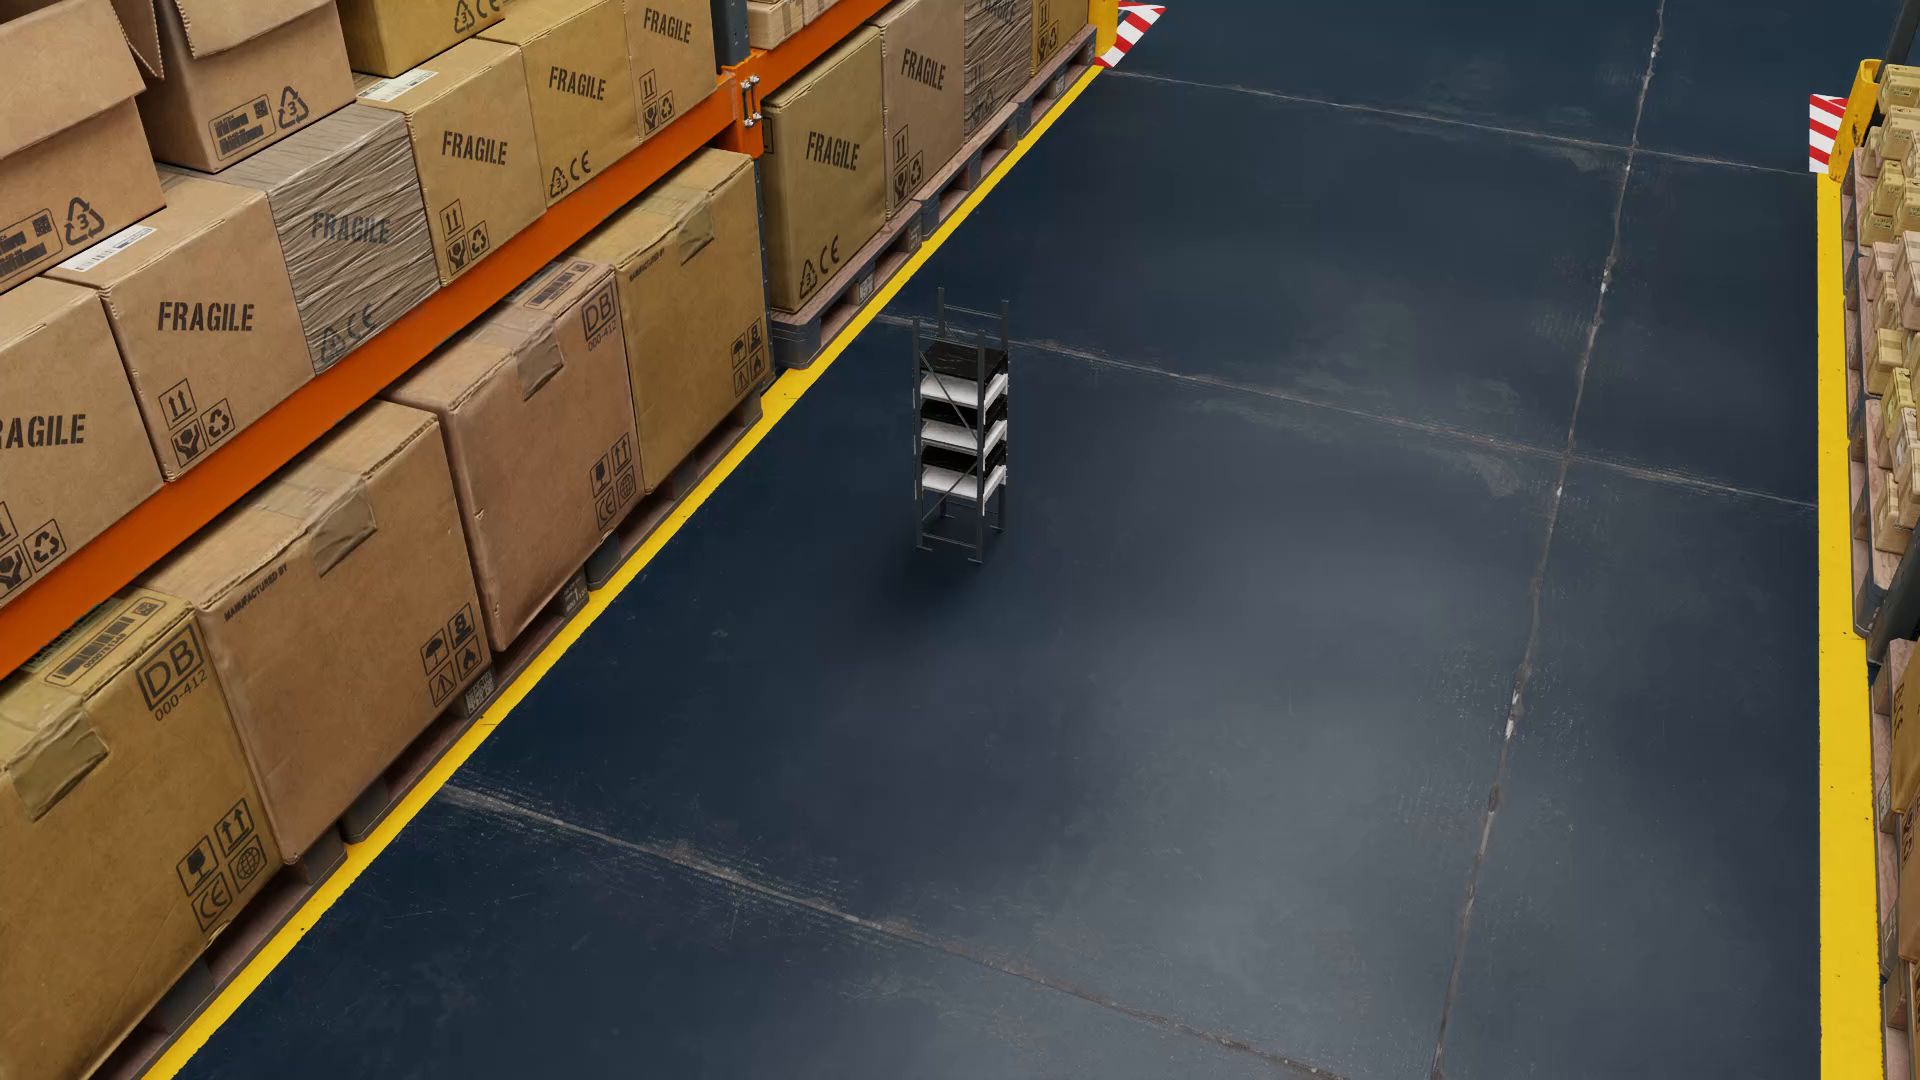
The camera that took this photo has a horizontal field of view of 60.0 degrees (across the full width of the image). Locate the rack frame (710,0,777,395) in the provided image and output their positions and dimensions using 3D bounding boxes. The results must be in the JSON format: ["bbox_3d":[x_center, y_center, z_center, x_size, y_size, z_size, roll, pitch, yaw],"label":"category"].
[{"bbox_3d":[-1.214,-1.916,5.808,1.000,3.000,0.127,14,39,18],"label":"rack frame"}]

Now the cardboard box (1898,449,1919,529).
[{"bbox_3d":[3.160,-0.122,5.190,0.380,0.149,0.250,15,39,19],"label":"cardboard box"}]

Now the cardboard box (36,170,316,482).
[{"bbox_3d":[-1.914,-0.519,3.855,0.500,0.500,0.500,13,39,17],"label":"cardboard box"}]

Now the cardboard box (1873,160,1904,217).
[{"bbox_3d":[4.054,-1.447,6.962,0.380,0.149,0.250,15,39,19],"label":"cardboard box"}]

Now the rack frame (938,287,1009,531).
[{"bbox_3d":[0.042,-0.421,5.562,0.240,0.900,0.006,14,39,18],"label":"rack frame"}]

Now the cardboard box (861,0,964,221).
[{"bbox_3d":[-0.546,-2.079,7.449,0.875,0.875,0.875,14,39,18],"label":"cardboard box"}]

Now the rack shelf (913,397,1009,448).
[{"bbox_3d":[0.003,-0.410,5.453,0.258,0.077,0.200,14,39,18],"label":"rack shelf"}]

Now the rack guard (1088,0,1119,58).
[{"bbox_3d":[0.317,-3.143,9.537,1.175,0.500,0.348,14,39,18],"label":"rack guard"}]

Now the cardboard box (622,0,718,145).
[{"bbox_3d":[-1.139,-1.635,5.348,0.500,0.500,0.500,14,39,18],"label":"cardboard box"}]

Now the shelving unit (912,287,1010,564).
[{"bbox_3d":[0.003,-0.365,5.487,0.258,0.900,0.210,14,39,18],"label":"shelving unit"}]

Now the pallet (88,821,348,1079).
[{"bbox_3d":[-2.366,0.996,4.241,1.003,0.211,1.213,14,39,18],"label":"pallet"}]

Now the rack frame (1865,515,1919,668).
[{"bbox_3d":[3.334,-0.730,4.221,1.000,3.000,0.127,14,39,18],"label":"rack frame"}]

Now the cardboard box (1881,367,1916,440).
[{"bbox_3d":[3.337,-0.428,5.599,0.380,0.149,0.250,13,39,16],"label":"cardboard box"}]

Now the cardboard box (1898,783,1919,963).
[{"bbox_3d":[2.608,0.745,3.985,0.500,0.500,0.500,16,40,20],"label":"cardboard box"}]

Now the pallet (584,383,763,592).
[{"bbox_3d":[-1.438,-0.355,6.048,1.003,0.211,1.213,14,39,18],"label":"pallet"}]

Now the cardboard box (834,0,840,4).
[{"bbox_3d":[-0.594,-2.195,6.391,0.380,0.149,0.250,15,39,19],"label":"cardboard box"}]

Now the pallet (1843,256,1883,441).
[{"bbox_3d":[4.020,-0.671,6.471,1.003,0.211,1.213,14,39,18],"label":"pallet"}]

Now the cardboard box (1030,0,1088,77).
[{"bbox_3d":[0.138,-3.075,8.783,0.875,0.875,0.875,14,39,18],"label":"cardboard box"}]

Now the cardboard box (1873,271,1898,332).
[{"bbox_3d":[3.785,-0.894,6.472,0.380,0.149,0.250,14,39,18],"label":"cardboard box"}]

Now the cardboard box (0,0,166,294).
[{"bbox_3d":[-2.192,-0.905,3.533,0.797,0.503,0.637,15,39,19],"label":"cardboard box"}]

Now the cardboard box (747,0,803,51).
[{"bbox_3d":[-0.794,-1.903,6.001,0.380,0.149,0.250,14,39,18],"label":"cardboard box"}]

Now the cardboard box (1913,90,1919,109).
[{"bbox_3d":[4.349,-1.817,7.209,0.380,0.149,0.250,15,39,19],"label":"cardboard box"}]

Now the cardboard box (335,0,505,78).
[{"bbox_3d":[-1.721,-1.625,4.497,0.797,0.503,0.637,14,39,18],"label":"cardboard box"}]

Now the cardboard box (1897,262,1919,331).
[{"bbox_3d":[3.566,-0.838,5.899,0.380,0.149,0.250,12,38,16],"label":"cardboard box"}]

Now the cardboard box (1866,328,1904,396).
[{"bbox_3d":[3.562,-0.624,6.110,0.380,0.149,0.250,14,39,18],"label":"cardboard box"}]

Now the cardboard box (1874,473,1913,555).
[{"bbox_3d":[3.169,-0.051,5.344,0.380,0.149,0.250,14,39,18],"label":"cardboard box"}]

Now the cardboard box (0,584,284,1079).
[{"bbox_3d":[-2.454,0.604,3.860,1.225,0.875,0.875,12,38,16],"label":"cardboard box"}]

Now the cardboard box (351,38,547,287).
[{"bbox_3d":[-1.526,-1.072,4.595,0.500,0.500,0.500,13,39,17],"label":"cardboard box"}]

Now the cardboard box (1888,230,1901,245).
[{"bbox_3d":[4.041,-1.172,6.843,0.380,0.149,0.250,14,39,18],"label":"cardboard box"}]

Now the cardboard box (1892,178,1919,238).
[{"bbox_3d":[3.860,-1.264,6.469,0.380,0.149,0.250,14,39,18],"label":"cardboard box"}]

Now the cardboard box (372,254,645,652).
[{"bbox_3d":[-1.778,-0.379,5.176,1.225,0.875,0.875,13,39,16],"label":"cardboard box"}]

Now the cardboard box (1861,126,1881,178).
[{"bbox_3d":[4.361,-1.754,7.622,0.380,0.149,0.250,15,39,19],"label":"cardboard box"}]

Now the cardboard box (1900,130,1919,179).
[{"bbox_3d":[4.117,-1.550,6.852,0.380,0.149,0.250,12,38,16],"label":"cardboard box"}]

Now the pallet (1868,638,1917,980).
[{"bbox_3d":[3.040,0.818,4.479,1.003,0.211,1.213,14,39,18],"label":"pallet"}]

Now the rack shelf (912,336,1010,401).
[{"bbox_3d":[0.003,-0.555,5.345,0.258,0.077,0.200,14,39,18],"label":"rack shelf"}]

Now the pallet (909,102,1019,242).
[{"bbox_3d":[-0.390,-1.880,8.089,1.003,0.211,1.213,14,39,18],"label":"pallet"}]

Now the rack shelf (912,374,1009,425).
[{"bbox_3d":[0.003,-0.482,5.399,0.258,0.077,0.200,14,39,18],"label":"rack shelf"}]

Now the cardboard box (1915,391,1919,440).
[{"bbox_3d":[3.290,-0.402,5.315,0.380,0.149,0.250,14,39,18],"label":"cardboard box"}]

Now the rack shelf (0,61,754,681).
[{"bbox_3d":[-1.975,-0.521,4.542,1.077,0.370,4.000,14,39,18],"label":"rack shelf"}]
